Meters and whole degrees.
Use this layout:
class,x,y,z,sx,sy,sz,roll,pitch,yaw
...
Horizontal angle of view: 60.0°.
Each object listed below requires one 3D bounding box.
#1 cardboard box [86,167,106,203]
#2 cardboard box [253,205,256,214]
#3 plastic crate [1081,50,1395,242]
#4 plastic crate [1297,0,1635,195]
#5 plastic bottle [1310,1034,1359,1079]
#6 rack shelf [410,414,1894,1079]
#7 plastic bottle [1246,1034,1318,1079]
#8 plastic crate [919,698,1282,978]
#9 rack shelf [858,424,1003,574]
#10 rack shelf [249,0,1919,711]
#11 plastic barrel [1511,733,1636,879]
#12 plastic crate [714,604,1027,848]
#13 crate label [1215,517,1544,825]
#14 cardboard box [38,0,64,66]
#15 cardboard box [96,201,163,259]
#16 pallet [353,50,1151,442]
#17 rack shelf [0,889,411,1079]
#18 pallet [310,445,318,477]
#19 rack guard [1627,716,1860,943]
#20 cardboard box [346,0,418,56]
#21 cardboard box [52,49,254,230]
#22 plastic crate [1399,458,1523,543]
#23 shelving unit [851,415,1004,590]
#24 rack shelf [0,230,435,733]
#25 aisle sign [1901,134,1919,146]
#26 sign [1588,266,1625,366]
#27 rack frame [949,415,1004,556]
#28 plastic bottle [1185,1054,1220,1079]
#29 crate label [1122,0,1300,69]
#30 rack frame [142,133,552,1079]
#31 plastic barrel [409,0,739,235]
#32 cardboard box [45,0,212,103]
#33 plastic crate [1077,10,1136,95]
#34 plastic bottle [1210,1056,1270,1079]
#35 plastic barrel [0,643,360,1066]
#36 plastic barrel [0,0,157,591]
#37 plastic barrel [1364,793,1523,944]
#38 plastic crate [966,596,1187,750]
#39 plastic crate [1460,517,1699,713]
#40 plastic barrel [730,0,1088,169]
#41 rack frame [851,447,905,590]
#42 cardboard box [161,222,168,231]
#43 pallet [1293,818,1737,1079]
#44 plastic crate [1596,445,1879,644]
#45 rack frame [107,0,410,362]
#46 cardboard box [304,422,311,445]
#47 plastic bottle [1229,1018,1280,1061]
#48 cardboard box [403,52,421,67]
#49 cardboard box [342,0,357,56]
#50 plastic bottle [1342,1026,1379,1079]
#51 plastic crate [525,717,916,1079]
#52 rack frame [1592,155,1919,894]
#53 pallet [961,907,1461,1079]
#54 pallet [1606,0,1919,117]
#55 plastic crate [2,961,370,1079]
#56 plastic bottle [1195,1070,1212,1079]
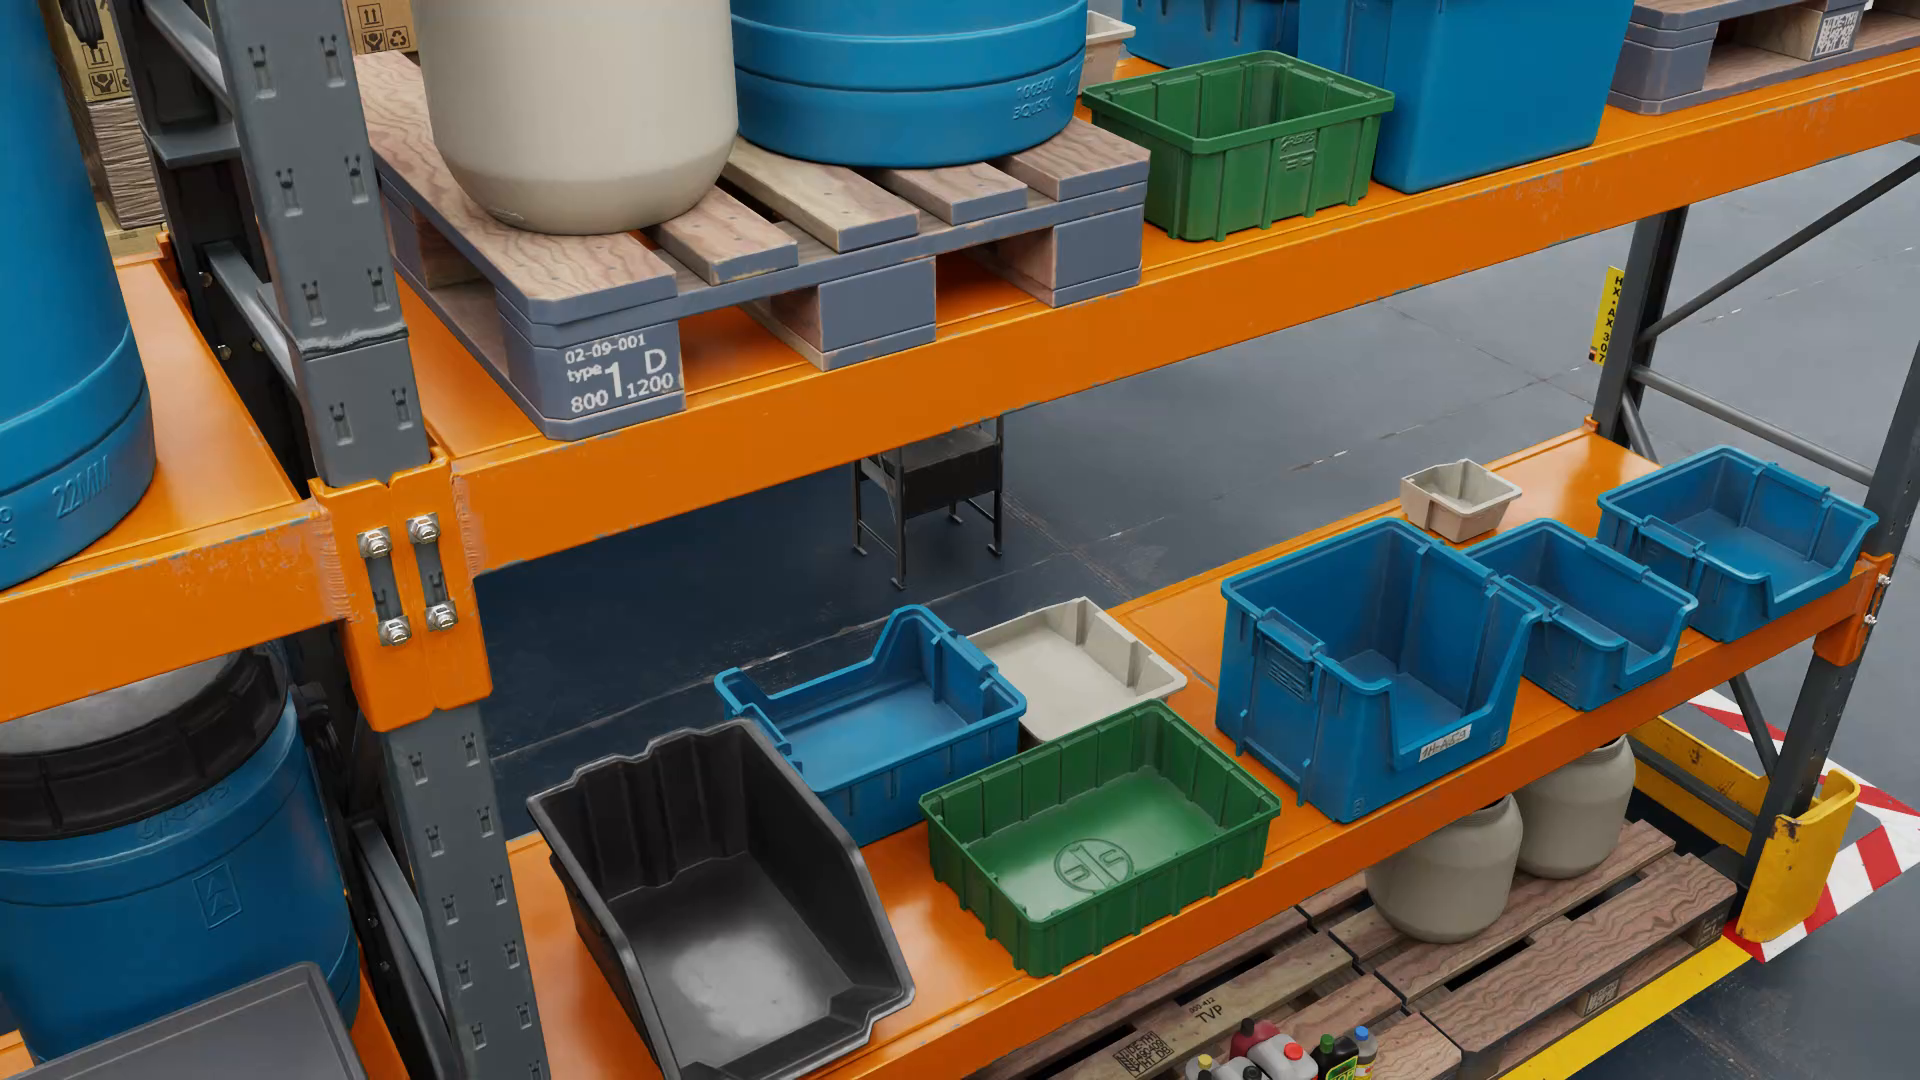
class,x,y,z,sx,sy,sz,roll,pitch,yaw
cardboard box,-3.654,-1.493,7.040,0.250,0.149,0.380,-19,37,-27
cardboard box,-2.920,-1.377,6.857,0.250,0.149,0.380,-19,37,-27
plastic crate,0.482,-0.697,2.931,0.450,0.188,0.336,-19,37,-27
plastic crate,0.930,-0.916,3.094,0.575,0.384,0.392,-19,37,-27
plastic bottle,0.976,1.392,4.365,0.133,0.283,0.061,-18,36,-26
rack shelf,0.689,0.542,4.253,4.000,0.370,1.077,-19,37,-27
plastic bottle,0.837,1.414,4.338,0.135,0.276,0.152,-19,37,-27
plastic crate,0.302,0.640,3.623,0.662,0.188,0.450,-19,37,-27
rack shelf,-0.139,-0.237,6.995,0.480,0.518,0.431,-19,37,-27
rack shelf,0.689,-0.726,3.453,4.000,0.370,1.077,-19,37,-27
plastic barrel,1.858,0.759,5.174,0.421,0.512,0.421,0,32,0
plastic crate,-0.209,0.437,3.885,0.616,0.251,0.499,-19,37,-27
crate label,0.970,0.298,3.933,0.616,0.435,0.502,-19,37,-27
cardboard box,-3.446,-2.249,6.695,0.500,0.500,0.500,-19,37,-27
cardboard box,-3.332,-1.226,6.618,0.250,0.149,0.380,-19,37,-27
pallet,-0.439,-0.625,2.795,1.003,0.211,1.213,-19,37,-27
rack shelf,-2.673,1.698,2.420,4.000,0.370,1.077,-19,37,-27
pallet,-3.130,-0.436,7.743,1.213,0.211,1.003,-19,37,-27
rack guard,2.332,0.760,5.576,0.348,0.500,1.175,-19,37,-27
cardboard box,-2.320,-2.302,6.777,0.500,0.500,0.500,-19,37,-27
cardboard box,-3.264,-1.675,6.722,0.500,0.500,0.875,-19,37,-27
plastic crate,1.443,-0.114,4.867,0.250,0.136,0.298,-19,37,-27
shelving unit,-0.139,-0.840,6.614,0.503,2.100,0.431,-19,37,-27
rack shelf,-2.673,0.430,1.620,4.000,0.370,1.077,-19,37,-27
aisle sign,2.591,-1.327,4.106,0.004,0.787,0.394,-19,37,-27
sign,2.076,-0.705,5.297,0.005,0.325,0.100,-19,37,-27
rack frame,0.066,-0.911,6.726,0.015,2.100,0.400,-19,37,-27
plastic bottle,0.637,1.435,4.374,0.097,0.201,0.097,0,32,0
crate label,0.618,-1.153,3.594,0.408,0.251,0.502,-19,37,-27
rack frame,-0.992,0.816,3.145,0.127,3.000,1.000,-19,37,-27
plastic barrel,-0.524,-0.714,2.260,0.421,0.512,0.421,0,32,0
cardboard box,-3.160,-2.012,6.318,0.500,0.500,0.500,-19,37,-27
plastic crate,0.138,-0.986,3.438,0.396,0.136,0.243,-19,37,-27
plastic bottle,0.721,1.454,4.274,0.135,0.276,0.152,-20,37,-29
plastic barrel,-1.481,0.580,3.049,0.708,0.901,0.600,-19,37,-27
plastic barrel,-1.302,-0.420,1.823,0.708,0.901,0.600,-19,37,-27
plastic barrel,1.437,0.904,4.944,0.421,0.512,0.421,0,32,0
plastic crate,0.236,0.345,4.139,0.437,0.136,0.530,-19,37,-27
plastic crate,1.562,0.187,4.282,0.408,0.251,0.499,-19,37,-27
plastic barrel,-0.097,-1.082,2.479,0.708,0.901,0.600,-19,37,-27
rack frame,-0.344,-0.770,6.502,0.015,2.100,0.400,-19,37,-27
cardboard box,-3.115,-1.292,6.723,0.250,0.149,0.380,-19,37,-27
pallet,1.646,1.115,5.285,1.213,0.211,1.003,-19,37,-27
plastic crate,2.111,0.002,4.575,0.616,0.251,0.499,-19,37,-27
rack frame,-0.992,-1.721,1.544,0.127,3.000,1.000,-19,37,-27
cardboard box,-2.840,-0.792,7.643,0.500,0.500,0.500,-8,33,-12
plastic bottle,0.779,1.363,4.411,0.133,0.283,0.061,-19,37,-27
cardboard box,-2.459,-1.994,7.227,0.500,0.500,0.875,-19,37,-27
cardboard box,-2.740,-2.157,6.549,0.500,0.500,0.500,-19,37,-27
plastic bottle,1.064,1.385,4.454,0.097,0.201,0.097,0,32,0
plastic crate,-0.483,0.748,3.311,0.504,0.338,0.767,-19,37,-27
rack frame,2.370,-0.340,4.978,0.127,3.000,1.000,-19,37,-27
pallet,0.621,1.465,4.729,1.213,0.211,1.003,-19,37,-27
pallet,1.622,-1.334,3.918,1.213,0.211,1.003,-19,37,-27
plastic crate,-1.233,1.066,2.688,0.583,0.464,0.402,-19,37,-27
plastic bottle,0.584,1.472,4.176,0.185,0.351,0.144,-17,36,-25
